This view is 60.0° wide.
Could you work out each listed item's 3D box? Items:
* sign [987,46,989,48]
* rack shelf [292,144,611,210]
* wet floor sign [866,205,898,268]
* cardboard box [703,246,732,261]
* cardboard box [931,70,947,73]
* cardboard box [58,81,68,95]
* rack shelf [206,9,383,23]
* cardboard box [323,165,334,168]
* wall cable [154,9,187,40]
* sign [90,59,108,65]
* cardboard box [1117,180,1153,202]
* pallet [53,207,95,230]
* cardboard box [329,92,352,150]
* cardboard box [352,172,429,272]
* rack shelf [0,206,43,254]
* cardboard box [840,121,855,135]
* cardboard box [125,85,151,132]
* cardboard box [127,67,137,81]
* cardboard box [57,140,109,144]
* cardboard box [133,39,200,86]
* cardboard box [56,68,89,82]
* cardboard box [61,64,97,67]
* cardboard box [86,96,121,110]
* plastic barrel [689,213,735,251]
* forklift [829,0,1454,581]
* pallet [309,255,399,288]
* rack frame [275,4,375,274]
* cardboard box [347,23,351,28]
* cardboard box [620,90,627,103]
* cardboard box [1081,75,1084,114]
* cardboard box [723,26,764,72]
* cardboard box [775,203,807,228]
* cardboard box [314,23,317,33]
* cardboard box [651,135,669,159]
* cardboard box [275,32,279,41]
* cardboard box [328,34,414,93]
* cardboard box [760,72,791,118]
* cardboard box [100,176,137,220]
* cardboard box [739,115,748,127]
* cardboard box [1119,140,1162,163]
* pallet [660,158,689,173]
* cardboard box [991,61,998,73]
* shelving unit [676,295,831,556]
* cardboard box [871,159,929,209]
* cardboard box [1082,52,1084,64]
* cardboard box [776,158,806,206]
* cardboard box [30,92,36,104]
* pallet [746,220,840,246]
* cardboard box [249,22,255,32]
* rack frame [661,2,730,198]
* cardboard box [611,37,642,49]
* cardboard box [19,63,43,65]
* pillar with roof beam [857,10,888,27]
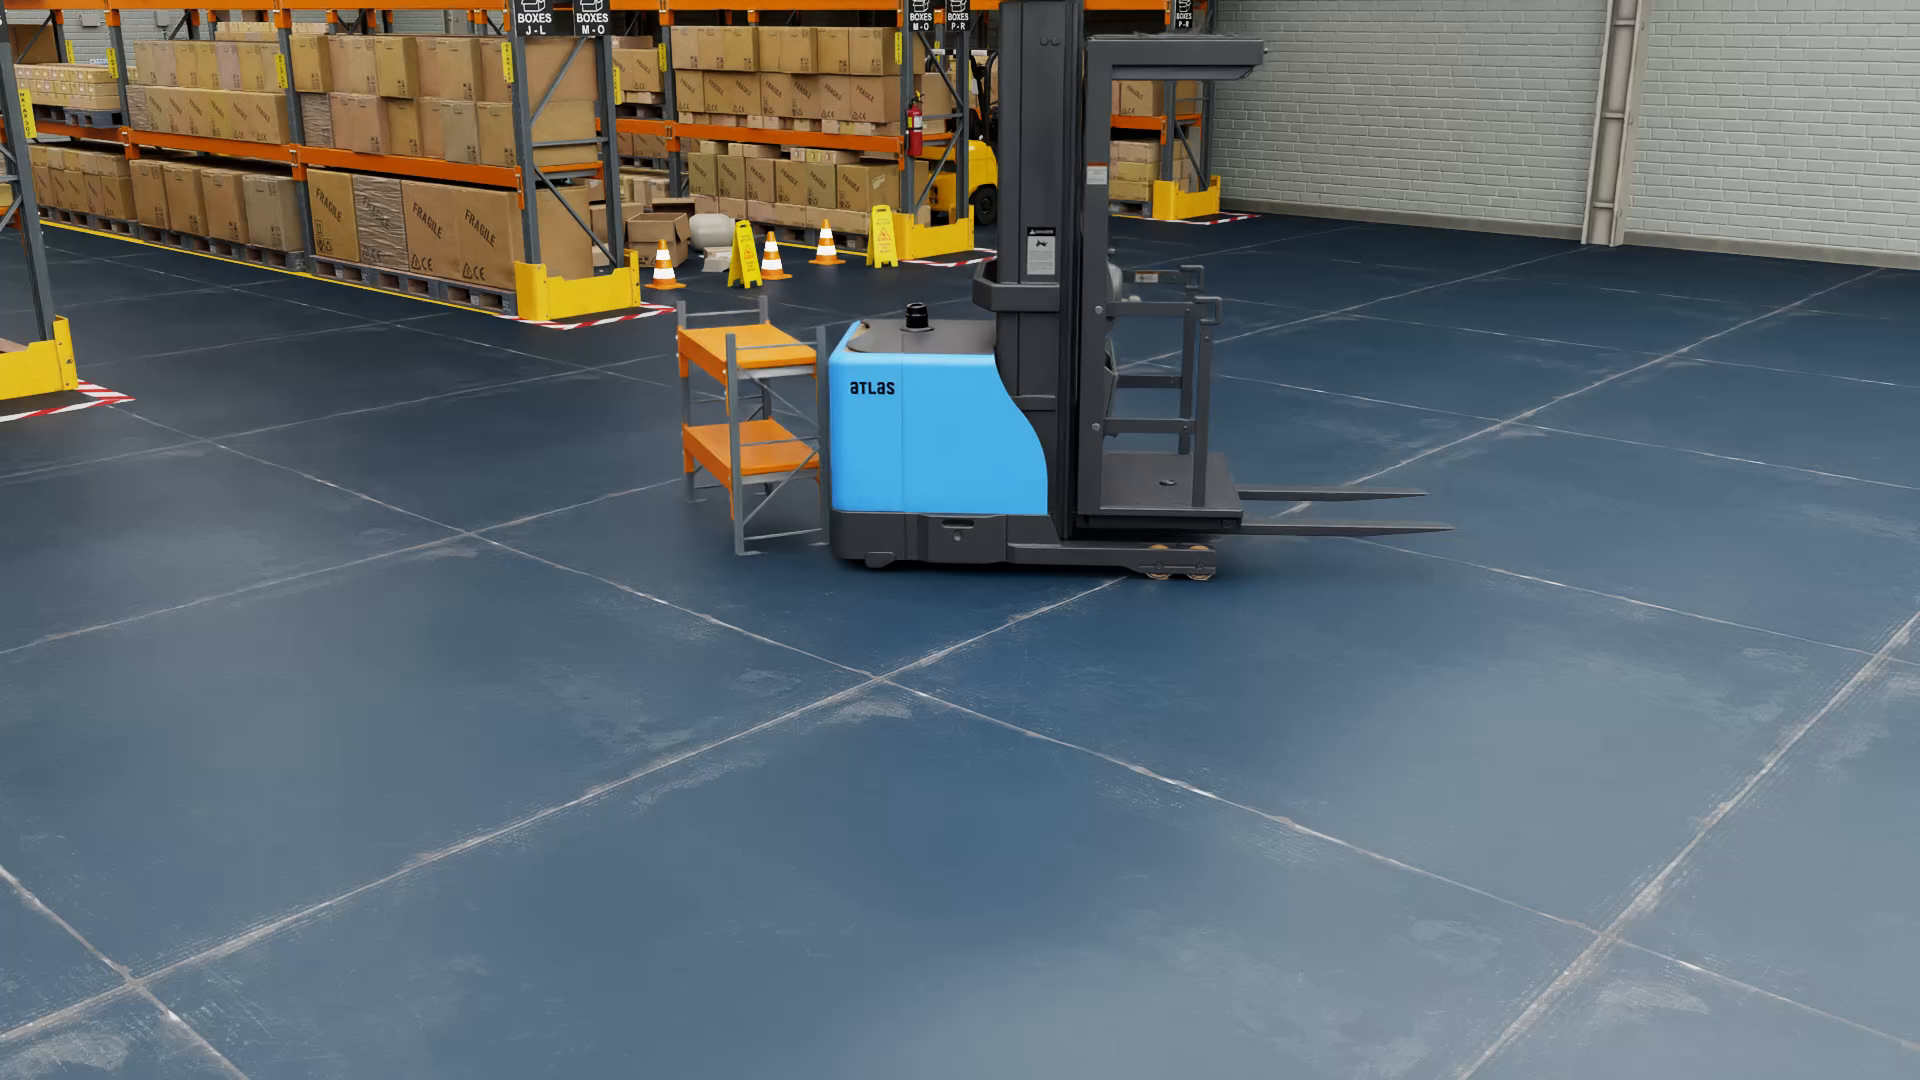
[{"bbox_3d":[0.394,-7.170,24.683,0.005,0.325,0.100,15,23,39],"label":"sign"},{"bbox_3d":[-4.979,-3.585,16.139,4.000,0.370,1.077,15,23,39],"label":"rack shelf"},{"bbox_3d":[-0.841,-3.264,17.831,0.267,0.644,0.232,-9,20,-27],"label":"wet floor sign"},{"bbox_3d":[-2.594,-3.114,18.178,0.380,0.149,0.250,-6,18,-18],"label":"cardboard box"},{"bbox_3d":[-0.510,-6.801,24.505,0.500,0.250,0.500,14,23,38],"label":"cardboard box"},{"bbox_3d":[-10.725,-5.507,20.235,0.250,0.149,0.380,15,23,39],"label":"cardboard box"},{"bbox_3d":[-10.744,-8.565,26.870,4.000,0.370,1.077,15,23,39],"label":"rack shelf"},{"bbox_3d":[-9.647,-6.205,26.748,0.875,0.438,0.875,15,23,38],"label":"cardboard box"},{"bbox_3d":[-15.540,-9.814,32.896,0.122,1.984,0.588,15,23,39],"label":"wall cable"},{"bbox_3d":[-16.551,-9.136,31.995,0.001,0.218,0.327,15,23,39],"label":"sign"},{"bbox_3d":[2.458,-4.703,22.323,0.500,0.250,0.500,15,23,40],"label":"cardboard box"},{"bbox_3d":[-10.959,-4.206,21.516,1.213,0.211,1.003,15,23,39],"label":"pallet"},{"bbox_3d":[-5.765,-4.224,16.716,0.550,0.550,0.875,15,23,39],"label":"cardboard box"},{"bbox_3d":[-5.374,-3.195,16.538,0.875,0.875,0.875,15,23,40],"label":"cardboard box"},{"bbox_3d":[-8.347,-2.483,12.667,4.000,0.370,1.077,15,23,39],"label":"rack shelf"},{"bbox_3d":[-1.136,-4.656,18.739,0.250,0.149,0.380,15,23,38],"label":"cardboard box"},{"bbox_3d":[-9.310,-5.029,19.335,0.500,0.500,0.500,15,23,40],"label":"cardboard box"},{"bbox_3d":[-10.067,-5.737,20.468,0.250,0.149,0.380,15,23,39],"label":"cardboard box"},{"bbox_3d":[-11.734,-5.210,22.267,0.500,0.250,0.500,14,23,38],"label":"cardboard box"},{"bbox_3d":[-9.138,-5.565,19.369,0.500,0.500,0.700,15,23,39],"label":"cardboard box"},{"bbox_3d":[-10.722,-5.648,20.187,0.250,0.149,0.380,16,24,41],"label":"cardboard box"},{"bbox_3d":[-11.439,-6.105,21.627,0.250,0.149,0.380,15,23,39],"label":"cardboard box"},{"bbox_3d":[-10.141,-5.208,19.785,0.250,0.149,0.380,16,23,40],"label":"cardboard box"},{"bbox_3d":[-2.823,-3.511,18.975,0.512,0.421,0.421,-3,18,-8],"label":"plastic barrel"},{"bbox_3d":[0.901,-1.368,8.077,3.031,2.935,1.130,1,18,3],"label":"forklift"},{"bbox_3d":[-5.958,-2.830,17.181,1.213,0.211,1.003,15,23,39],"label":"pallet"},{"bbox_3d":[-6.475,-4.330,17.296,0.127,3.000,1.000,15,23,39],"label":"rack frame"},{"bbox_3d":[-9.515,-8.080,26.221,0.250,0.149,0.380,15,23,40],"label":"cardboard box"},{"bbox_3d":[-4.235,-5.692,21.309,0.250,0.149,0.380,15,23,38],"label":"cardboard box"},{"bbox_3d":[1.711,-6.087,22.667,0.500,0.500,0.500,14,23,38],"label":"cardboard box"},{"bbox_3d":[-2.355,-5.784,19.568,0.500,0.500,0.700,14,23,38],"label":"cardboard box"},{"bbox_3d":[-1.834,-3.867,19.690,0.500,0.250,0.500,14,22,37],"label":"cardboard box"},{"bbox_3d":[-9.815,-7.977,25.898,0.250,0.149,0.380,16,23,41],"label":"cardboard box"},{"bbox_3d":[-4.969,-6.855,28.690,0.500,0.500,0.500,14,22,38],"label":"cardboard box"},{"bbox_3d":[-10.546,-7.836,26.527,0.500,0.500,0.500,15,23,40],"label":"cardboard box"},{"bbox_3d":[-5.733,-4.750,16.587,0.550,0.550,0.875,15,23,39],"label":"cardboard box"},{"bbox_3d":[-1.972,-5.212,19.418,0.500,0.500,0.500,15,23,40],"label":"cardboard box"},{"bbox_3d":[-10.133,-4.215,20.371,0.500,0.500,0.500,15,23,39],"label":"cardboard box"},{"bbox_3d":[-2.418,-5.025,19.902,0.250,0.149,0.380,15,23,39],"label":"cardboard box"},{"bbox_3d":[2.467,-5.179,22.169,0.500,0.250,0.500,16,24,41],"label":"cardboard box"},{"bbox_3d":[-4.406,-6.471,28.653,1.213,0.211,1.003,15,23,39],"label":"pallet"},{"bbox_3d":[0.634,-6.663,23.410,0.250,0.149,0.380,16,23,40],"label":"cardboard box"},{"bbox_3d":[-1.095,-0.632,8.743,0.538,1.125,1.048,-7,19,-22],"label":"shelving unit"},{"bbox_3d":[-0.711,-4.143,19.319,0.500,0.500,0.500,14,22,37],"label":"cardboard box"},{"bbox_3d":[1.787,-6.496,22.393,0.250,0.149,0.380,16,23,41],"label":"cardboard box"},{"bbox_3d":[-1.811,-4.223,19.570,0.500,0.500,0.500,14,23,38],"label":"cardboard box"},{"bbox_3d":[-11.489,-5.572,20.932,0.250,0.149,0.380,15,23,38],"label":"cardboard box"},{"bbox_3d":[-1.822,-3.769,20.139,1.213,0.211,1.003,15,23,39],"label":"pallet"},{"bbox_3d":[-11.357,-8.375,27.151,0.250,0.149,0.380,15,23,40],"label":"cardboard box"},{"bbox_3d":[-3.265,-5.470,20.888,0.127,3.000,1.000,15,23,39],"label":"rack frame"},{"bbox_3d":[-4.284,-6.346,21.224,0.250,0.149,0.380,14,22,38],"label":"cardboard box"},{"bbox_3d":[-12.662,-6.282,22.790,0.500,0.500,0.500,15,23,38],"label":"cardboard box"},{"bbox_3d":[-4.249,-9.224,22.801,0.400,9.000,9.100,15,23,39],"label":"pillar with roof beam"}]
